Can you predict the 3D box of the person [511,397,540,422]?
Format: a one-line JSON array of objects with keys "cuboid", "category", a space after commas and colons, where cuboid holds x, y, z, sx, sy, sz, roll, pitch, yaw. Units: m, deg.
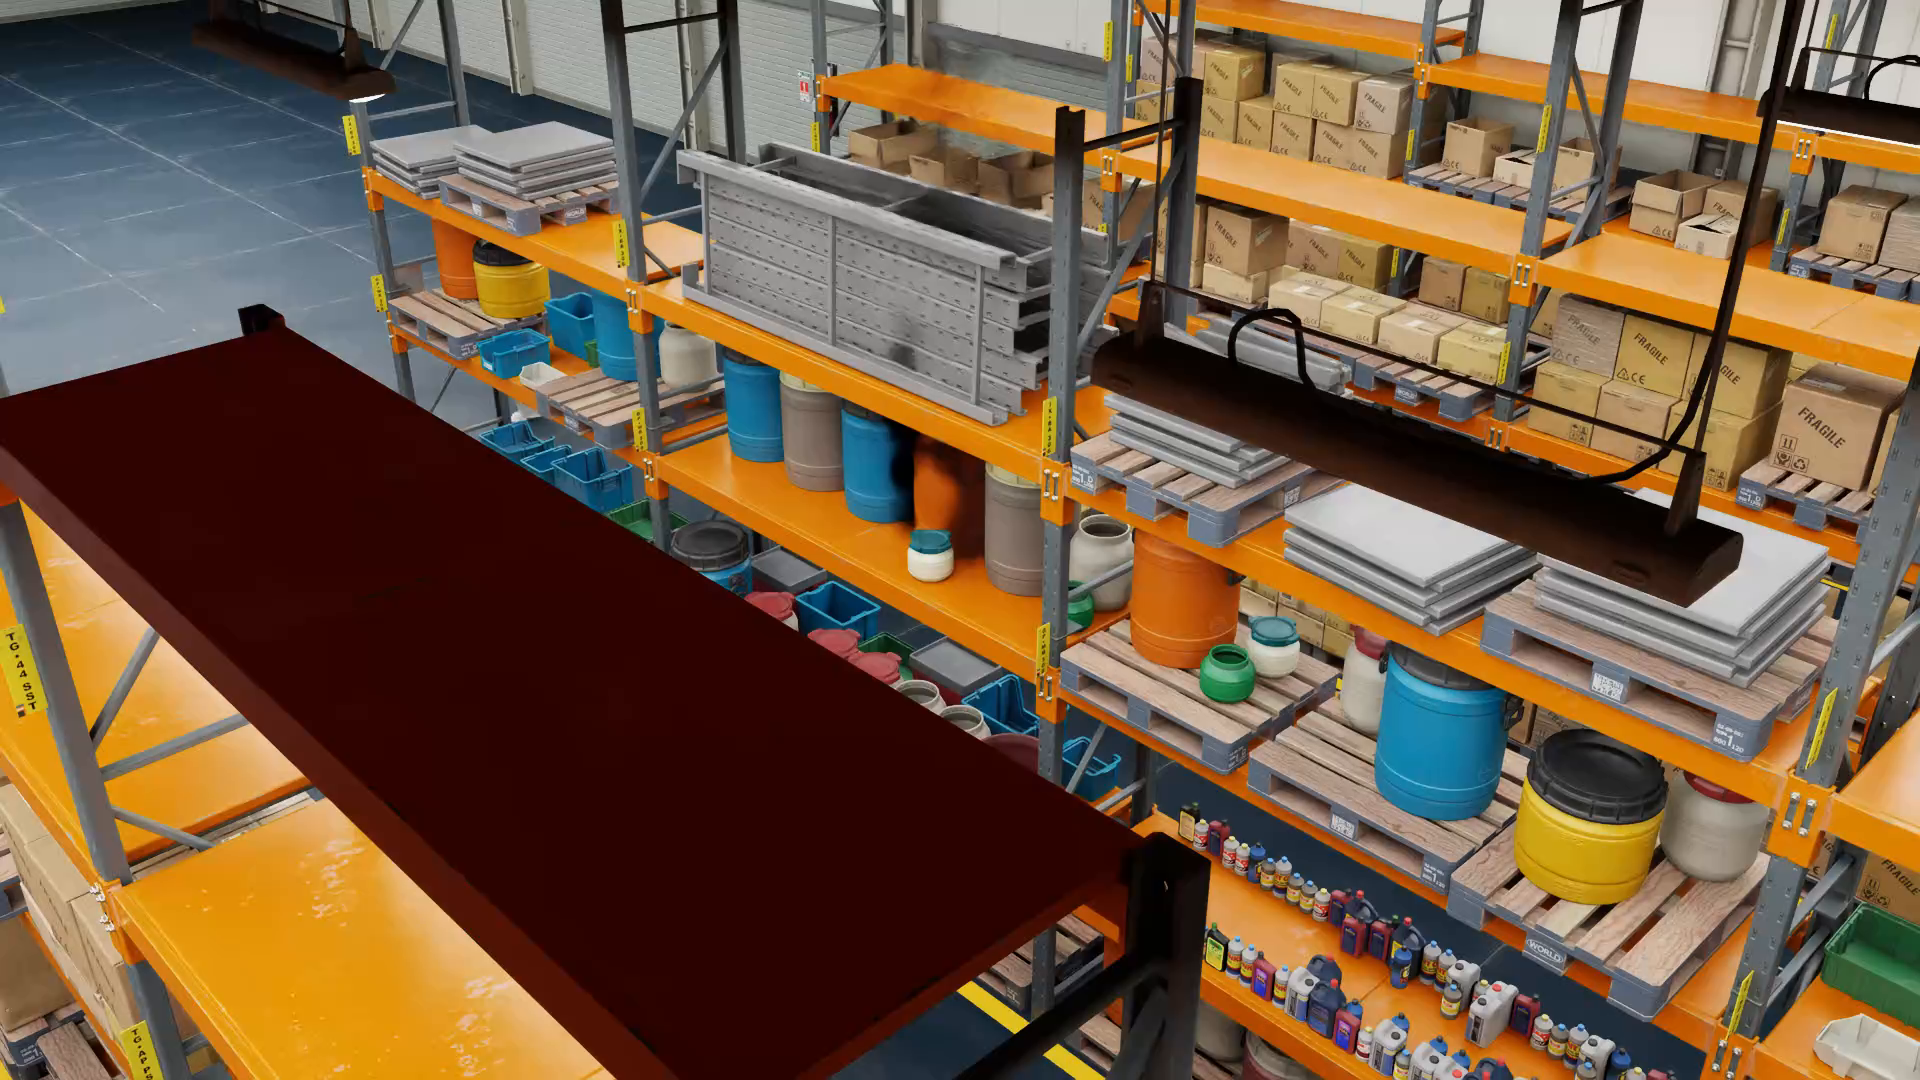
[{"cuboid": [-5.249, -2.163, 19.036, 0.671, 1.748, 0.685, -7, 29, -12], "category": "person"}]
